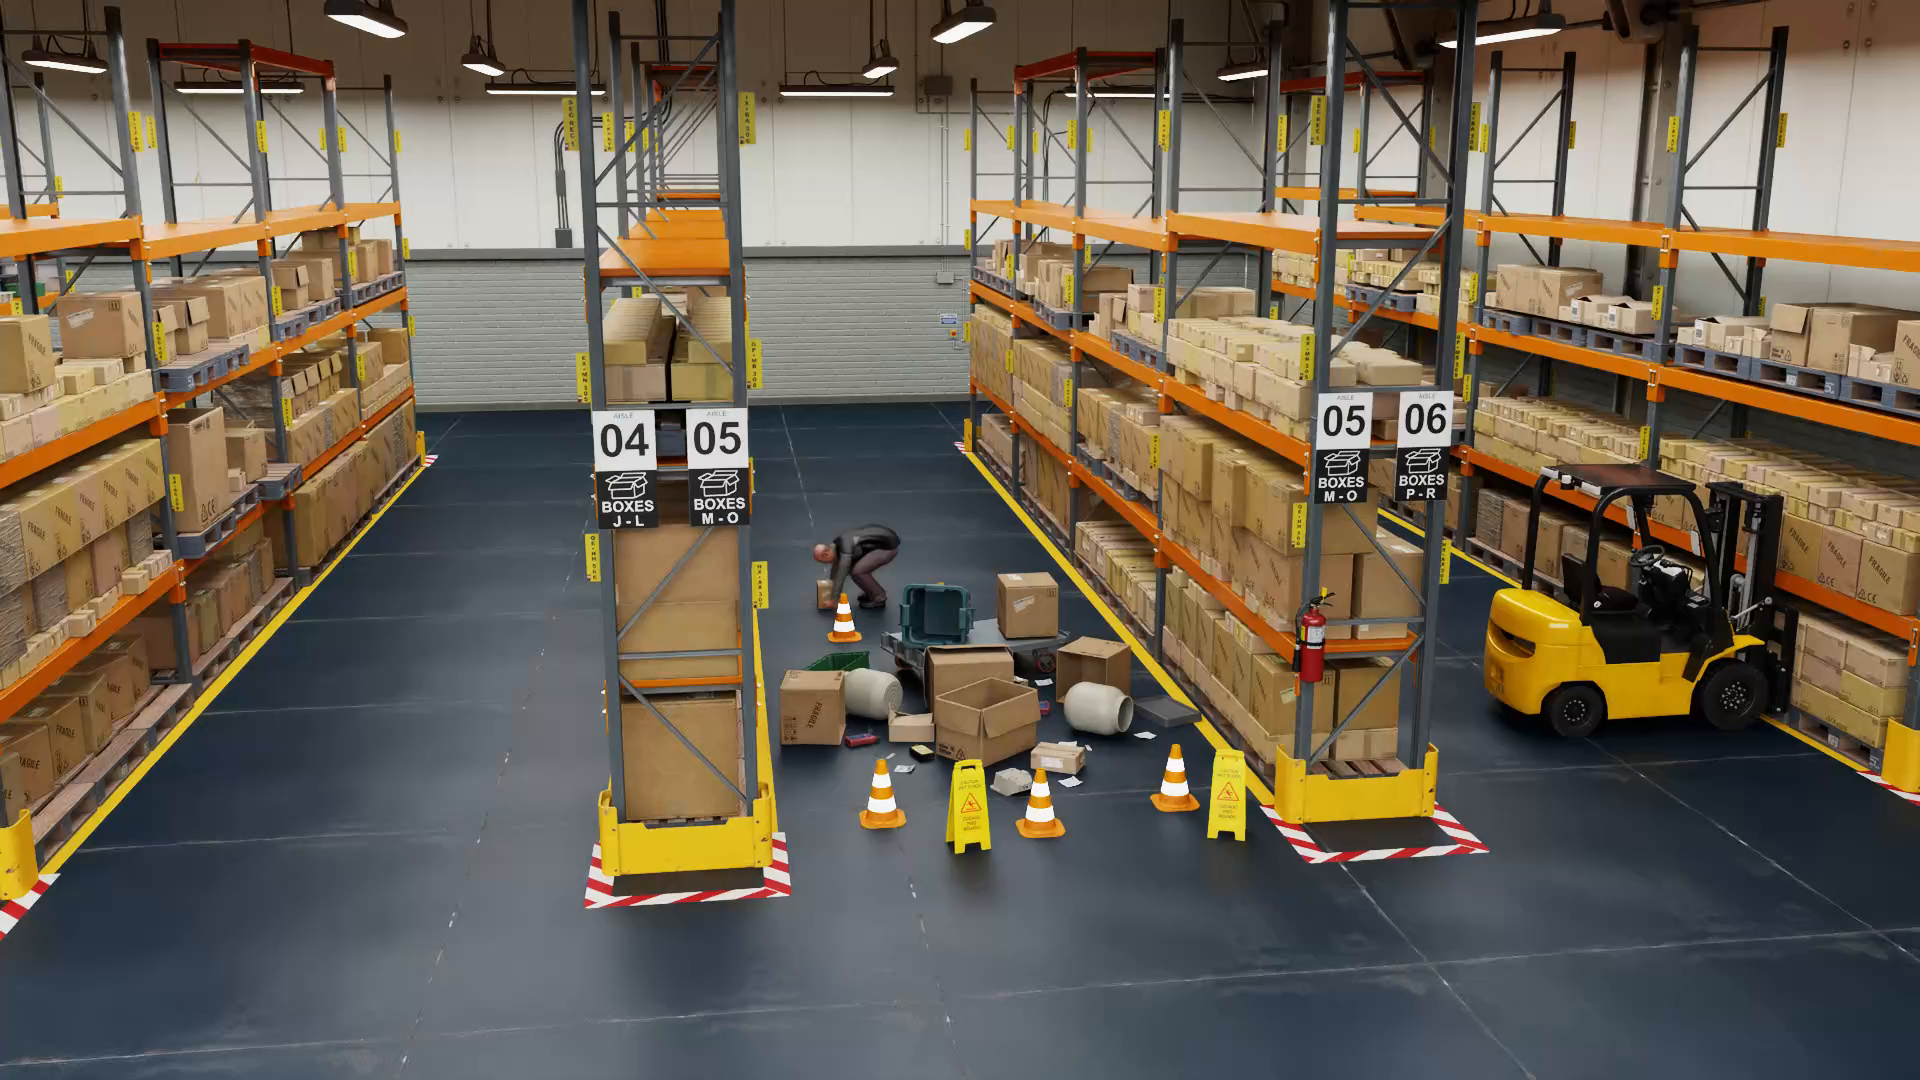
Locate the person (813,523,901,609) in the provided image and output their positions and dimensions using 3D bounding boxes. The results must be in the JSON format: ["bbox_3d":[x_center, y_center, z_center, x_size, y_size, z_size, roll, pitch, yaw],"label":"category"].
[{"bbox_3d":[-1.124,0.281,18.182,0.950,0.906,0.520,-2,13,-11],"label":"person"}]
